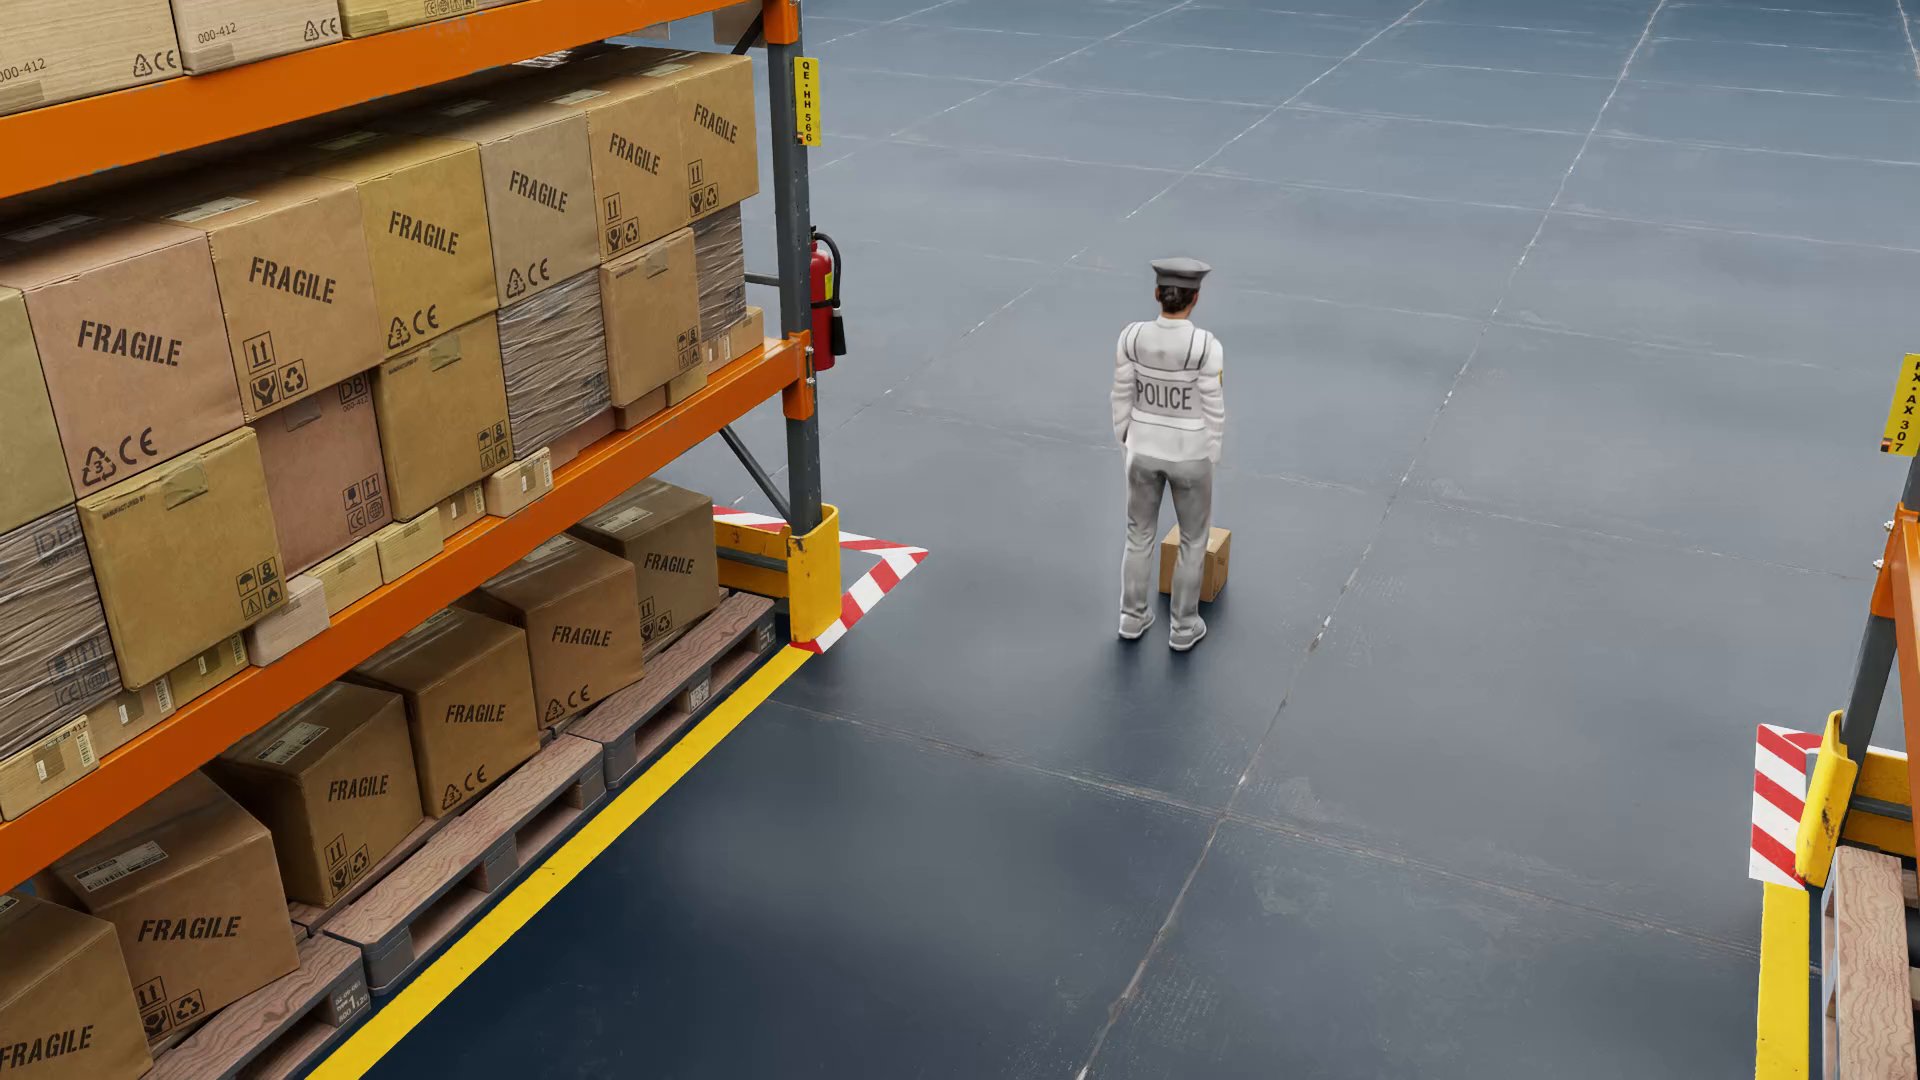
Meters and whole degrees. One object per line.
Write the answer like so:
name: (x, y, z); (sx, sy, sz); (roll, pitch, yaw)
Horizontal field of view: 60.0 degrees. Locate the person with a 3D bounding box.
person: (0.843, -0.339, 6.818); (0.476, 1.661, 0.338); (12, 29, 23)
